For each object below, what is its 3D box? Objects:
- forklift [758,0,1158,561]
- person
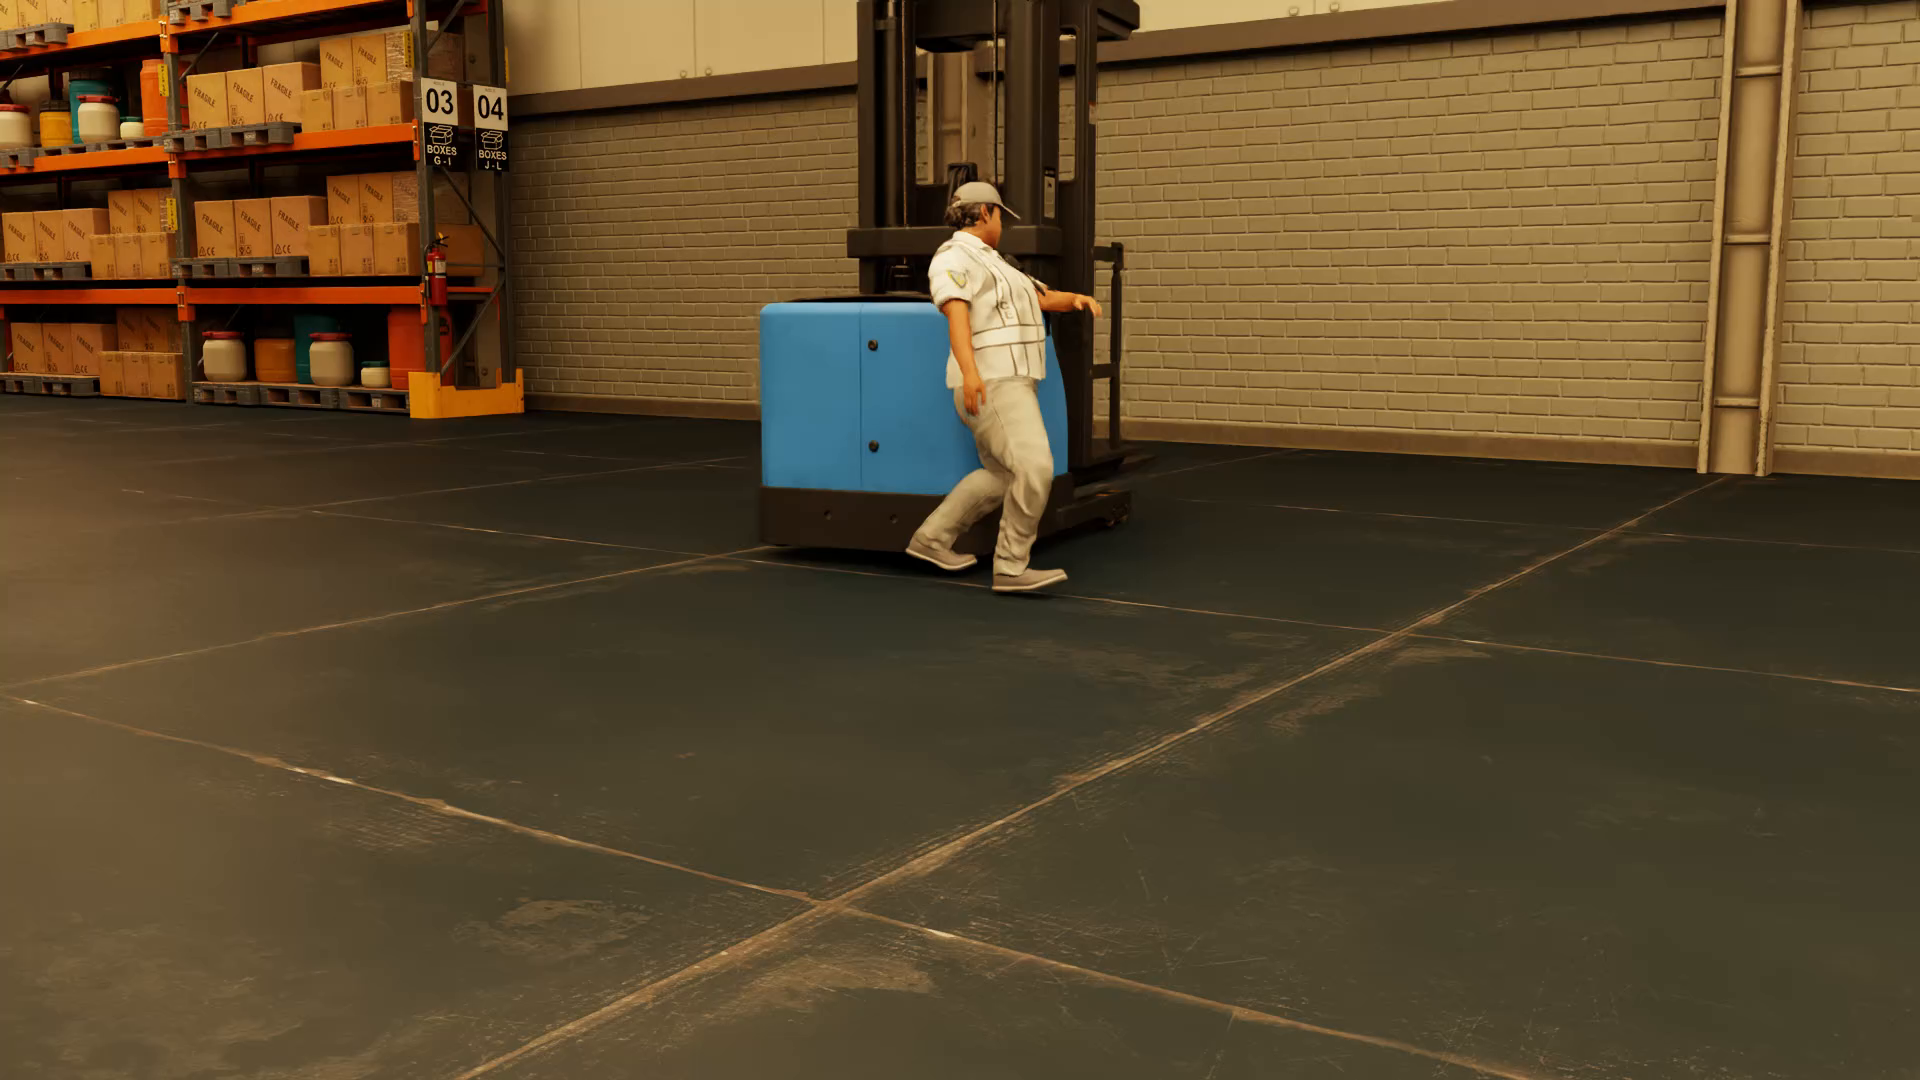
[{"bbox_3d":[0.201,-1.534,7.980,1.130,2.935,3.031,4,9,23],"label":"forklift"},{"bbox_3d":[0.127,-0.577,6.218,0.818,1.519,0.748,2,8,12],"label":"person"}]
